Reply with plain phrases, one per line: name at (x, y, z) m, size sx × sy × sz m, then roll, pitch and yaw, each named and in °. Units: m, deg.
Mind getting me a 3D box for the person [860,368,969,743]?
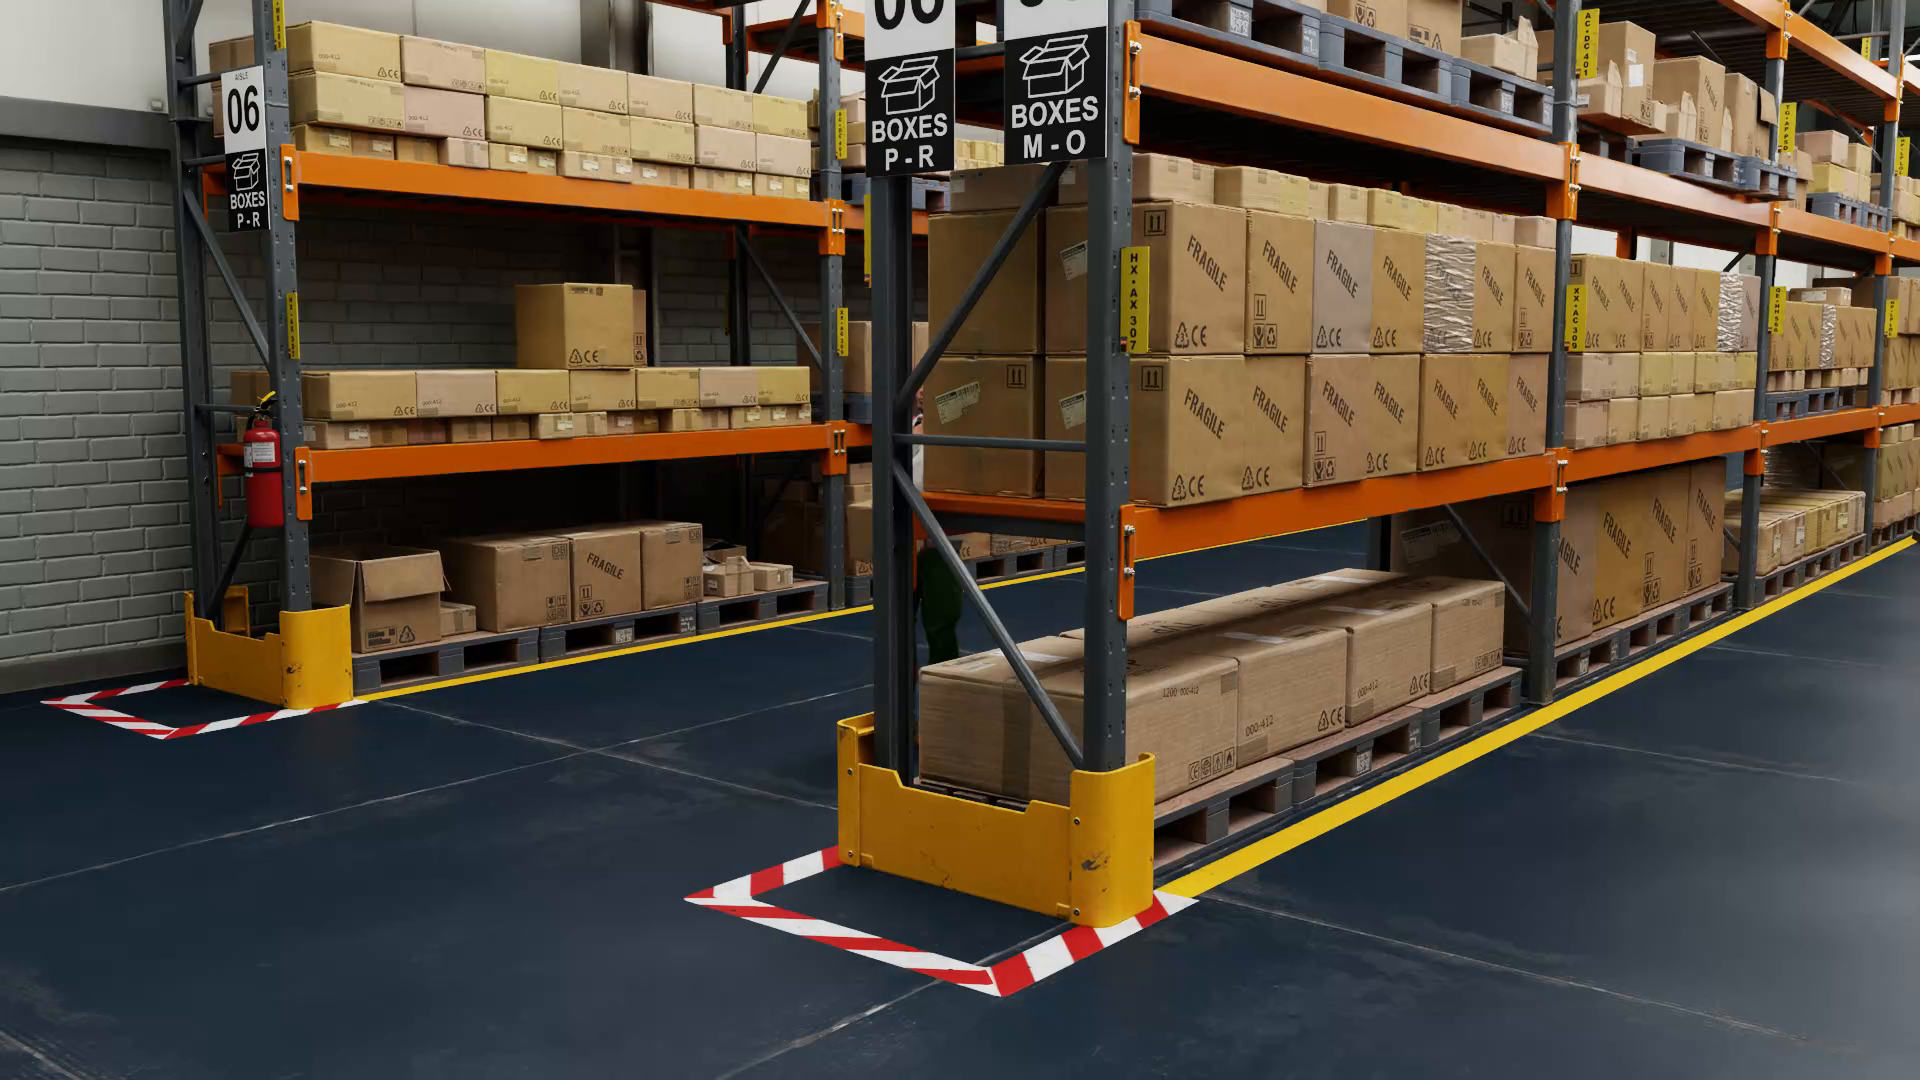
person at (-0.207, 0.050, 7.676) m, size 0.508 × 1.793 × 0.552 m, roll 5°, pitch 8°, yaw 38°
